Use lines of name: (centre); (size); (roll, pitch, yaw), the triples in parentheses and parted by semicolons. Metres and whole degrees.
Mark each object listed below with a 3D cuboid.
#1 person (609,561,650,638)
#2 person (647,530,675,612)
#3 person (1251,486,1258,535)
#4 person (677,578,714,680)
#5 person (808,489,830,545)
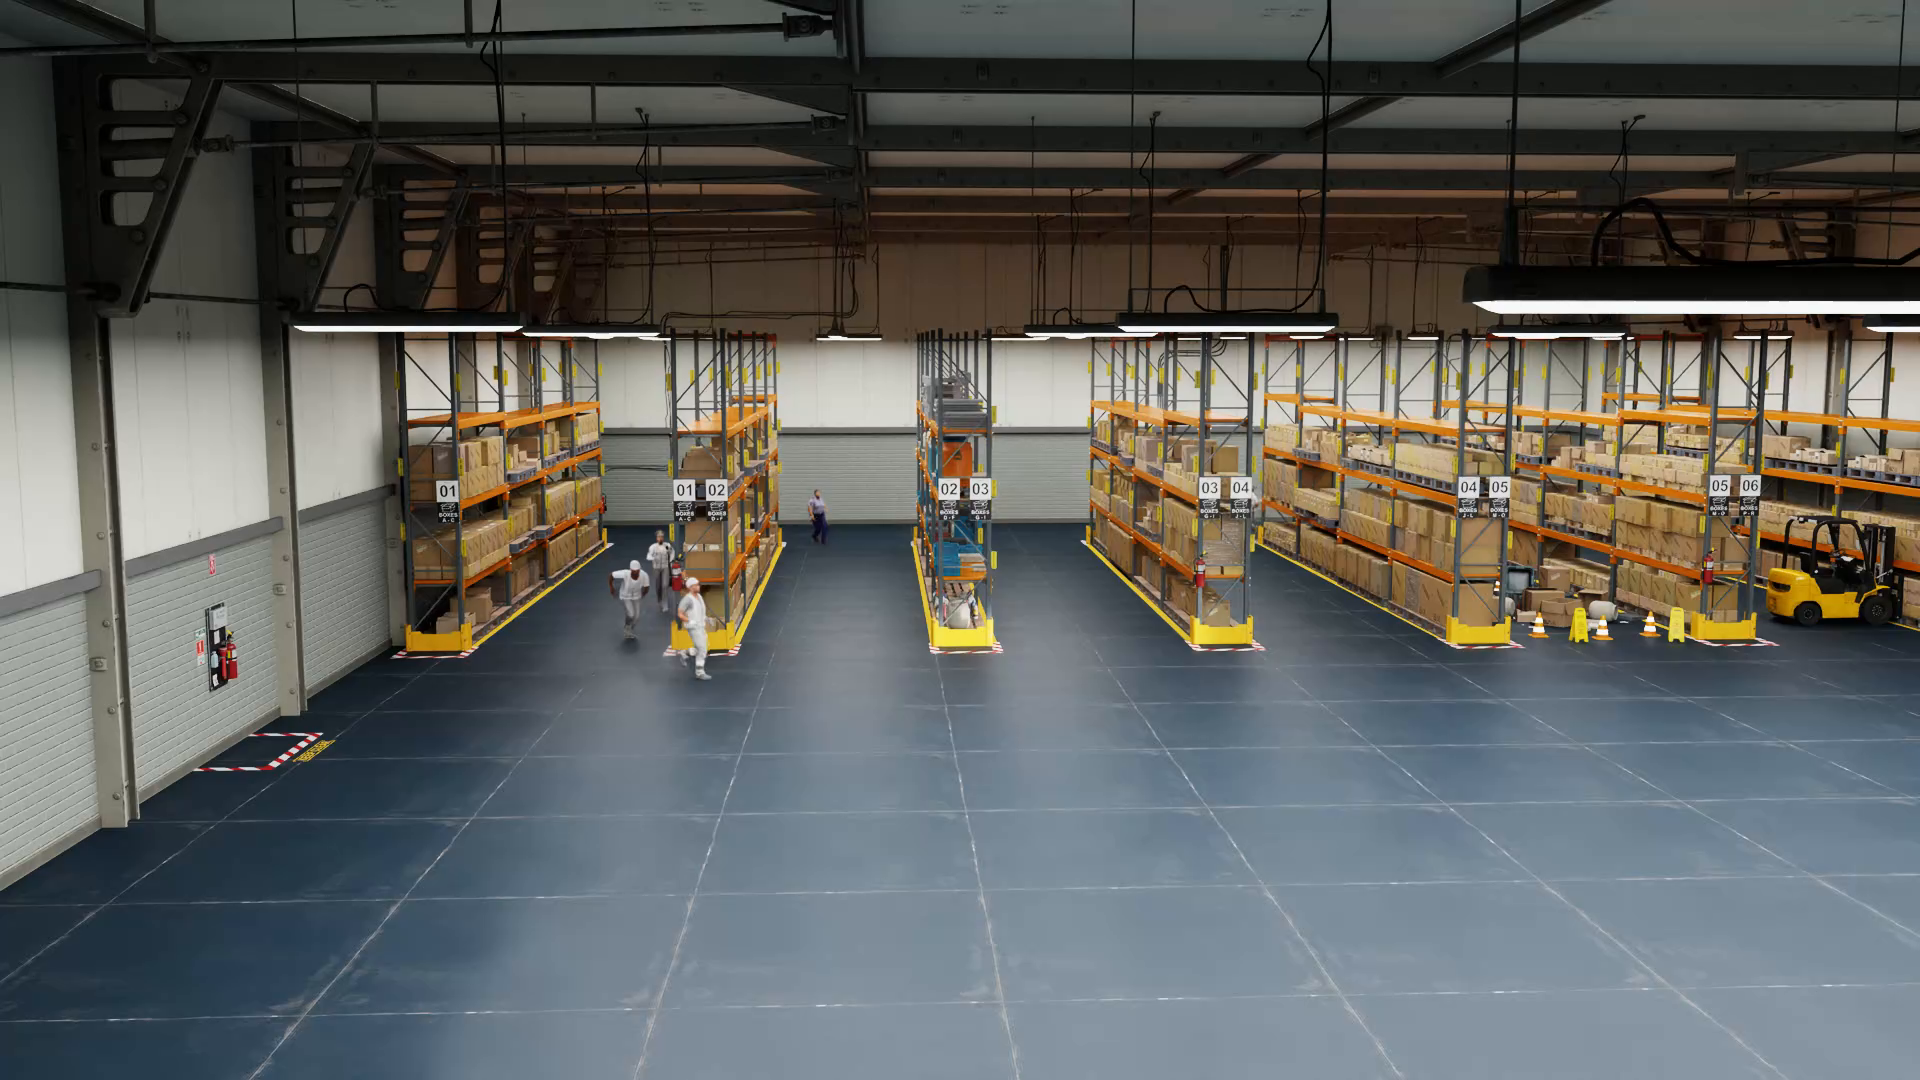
person: (-6.370, 1.155, 32.065); (0.739, 1.578, 0.895); (-4, 8, -28)
person: (-6.447, 0.642, 35.866); (0.606, 1.712, 0.874); (-1, 7, -11)
person: (8.514, -0.814, 48.760); (0.710, 1.674, 0.621); (-4, 8, -31)
person: (-4.591, 1.512, 28.496); (0.690, 1.752, 0.655); (2, 7, 20)
person: (-4.101, -0.646, 47.538); (0.681, 1.631, 0.715); (-5, 9, -38)
